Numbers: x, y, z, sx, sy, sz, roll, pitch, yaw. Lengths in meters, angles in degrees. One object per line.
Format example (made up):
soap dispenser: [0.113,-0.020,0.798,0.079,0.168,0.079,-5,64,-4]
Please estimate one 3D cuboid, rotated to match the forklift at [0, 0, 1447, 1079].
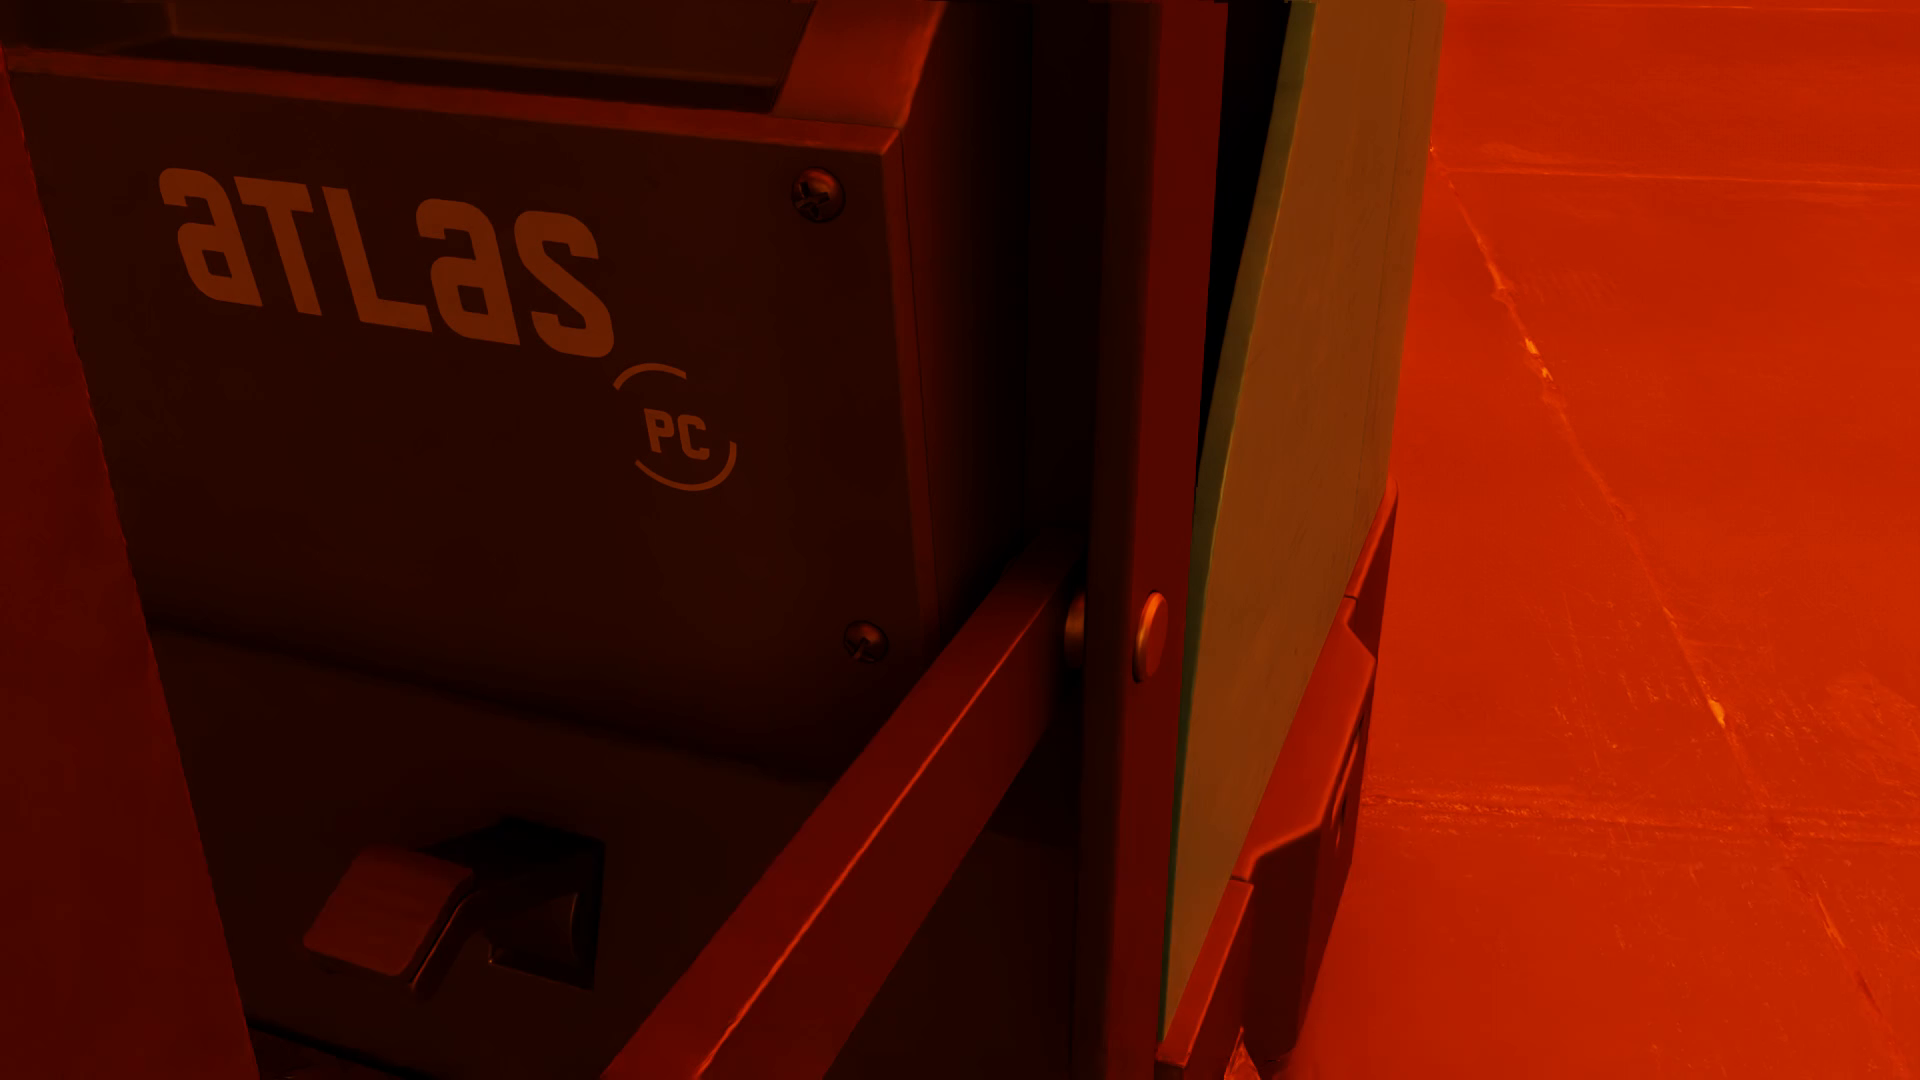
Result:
forklift: [-0.506,-0.589,0.398,1.130,2.935,3.031,10,28,19]
